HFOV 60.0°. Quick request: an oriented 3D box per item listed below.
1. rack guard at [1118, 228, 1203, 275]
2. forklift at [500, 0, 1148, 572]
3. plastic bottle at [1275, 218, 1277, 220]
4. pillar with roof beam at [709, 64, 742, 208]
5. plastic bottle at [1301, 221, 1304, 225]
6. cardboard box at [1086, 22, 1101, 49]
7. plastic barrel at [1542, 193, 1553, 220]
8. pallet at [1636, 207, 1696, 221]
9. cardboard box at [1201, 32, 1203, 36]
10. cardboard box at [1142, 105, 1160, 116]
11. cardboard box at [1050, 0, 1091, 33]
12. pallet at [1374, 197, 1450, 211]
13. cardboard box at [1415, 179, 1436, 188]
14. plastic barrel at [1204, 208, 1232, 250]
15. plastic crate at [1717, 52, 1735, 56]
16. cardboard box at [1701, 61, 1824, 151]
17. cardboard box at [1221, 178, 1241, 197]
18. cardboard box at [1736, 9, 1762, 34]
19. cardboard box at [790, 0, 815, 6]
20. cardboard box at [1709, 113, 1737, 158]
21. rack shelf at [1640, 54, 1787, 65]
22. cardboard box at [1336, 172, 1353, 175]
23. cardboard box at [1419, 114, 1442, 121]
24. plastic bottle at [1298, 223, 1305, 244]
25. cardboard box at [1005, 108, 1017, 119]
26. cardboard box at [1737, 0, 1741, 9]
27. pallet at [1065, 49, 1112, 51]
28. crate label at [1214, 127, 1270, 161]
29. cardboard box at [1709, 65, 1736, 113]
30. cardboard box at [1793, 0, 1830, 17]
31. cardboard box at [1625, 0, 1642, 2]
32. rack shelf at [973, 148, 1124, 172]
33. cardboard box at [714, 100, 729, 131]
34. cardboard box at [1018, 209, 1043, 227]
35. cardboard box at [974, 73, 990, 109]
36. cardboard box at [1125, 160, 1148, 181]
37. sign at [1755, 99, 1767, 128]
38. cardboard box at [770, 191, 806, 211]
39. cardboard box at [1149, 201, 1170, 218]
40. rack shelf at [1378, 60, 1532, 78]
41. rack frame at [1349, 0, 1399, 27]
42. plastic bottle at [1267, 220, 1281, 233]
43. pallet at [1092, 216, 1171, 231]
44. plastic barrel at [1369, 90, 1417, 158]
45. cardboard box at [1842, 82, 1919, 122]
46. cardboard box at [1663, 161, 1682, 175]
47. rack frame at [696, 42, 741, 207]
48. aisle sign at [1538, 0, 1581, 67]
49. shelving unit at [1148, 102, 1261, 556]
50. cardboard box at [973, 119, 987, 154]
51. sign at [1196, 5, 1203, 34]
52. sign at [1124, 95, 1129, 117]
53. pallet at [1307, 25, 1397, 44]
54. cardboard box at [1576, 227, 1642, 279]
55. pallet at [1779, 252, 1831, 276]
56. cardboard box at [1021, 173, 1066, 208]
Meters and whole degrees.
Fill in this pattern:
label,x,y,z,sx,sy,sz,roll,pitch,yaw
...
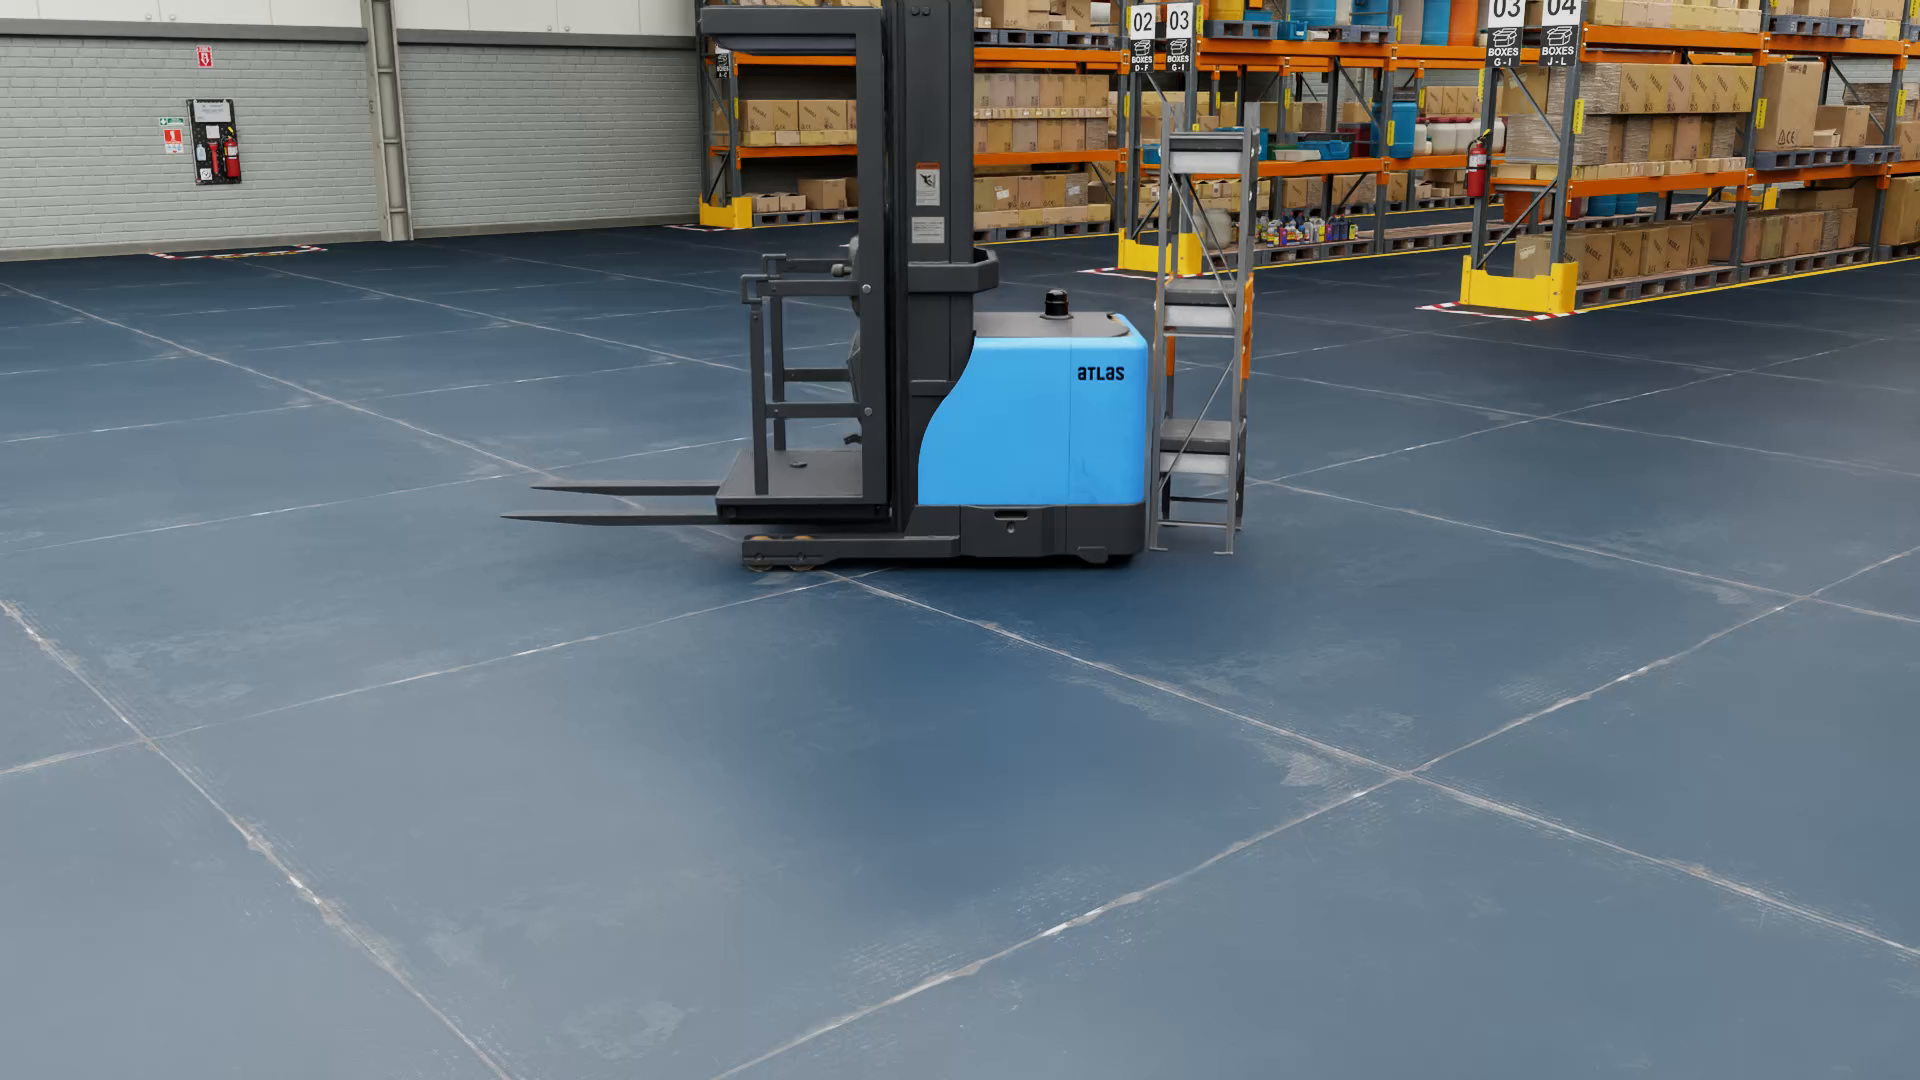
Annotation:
label,x,y,z,sx,sy,sz,roll,pitch,yaw
rack guard,2.509,-3.640,20.908,0.348,0.500,1.175,-13,19,-39
forklift,-0.656,-1.406,7.834,3.031,2.935,1.130,0,15,-1
plastic bottle,4.325,-4.296,22.930,0.133,0.283,0.061,-12,19,-37
pillar with roof beam,-1.234,-9.101,24.886,0.400,9.000,9.100,-13,19,-39
plastic bottle,4.620,-4.145,22.365,0.133,0.283,0.061,-13,19,-39
cardboard box,2.336,-9.911,32.684,0.700,0.500,0.500,14,21,43
plastic barrel,9.243,-5.381,26.589,0.421,0.512,0.421,0,15,0
pallet,12.065,-5.643,28.968,1.213,0.211,1.003,-13,19,-39
cardboard box,3.734,-8.360,27.398,0.500,0.250,0.500,14,20,42
cardboard box,3.713,-8.604,33.840,0.500,0.500,0.500,-12,19,-38
cardboard box,1.698,-8.202,26.053,0.500,0.500,0.500,-11,18,-35
pallet,8.805,-6.592,32.521,1.213,0.211,1.003,-13,19,-39
cardboard box,9.096,-7.016,33.060,0.500,0.311,0.500,-13,19,-39
plastic barrel,3.307,-4.038,21.561,0.421,0.512,0.421,0,15,0
plastic crate,13.157,-8.459,28.806,0.530,0.136,0.437,-13,19,-39
cardboard box,9.443,-5.139,19.700,1.000,1.000,1.000,-12,19,-39
cardboard box,4.648,-6.065,28.571,0.500,0.311,0.500,-13,20,-40
cardboard box,8.579,-5.788,18.583,0.500,0.250,0.500,-12,19,-37
cardboard box,-2.780,-8.927,27.874,0.500,0.500,0.500,-12,19,-38
cardboard box,8.372,-4.667,19.138,0.500,0.500,0.875,-13,19,-39
rack shelf,13.044,-8.299,29.087,4.000,0.370,1.077,-13,19,-39
cardboard box,7.007,-6.987,31.131,0.500,0.250,0.500,-13,19,-39
cardboard box,8.850,-7.905,31.838,0.500,0.500,0.500,-12,19,-38
plastic bottle,4.542,-4.076,22.130,0.097,0.271,0.097,0,15,0
cardboard box,0.642,-6.395,24.929,0.250,0.149,0.380,-13,20,-40
cardboard box,8.435,-5.969,18.491,0.250,0.149,0.380,-12,19,-39
pallet,2.465,-9.587,32.881,1.003,0.211,1.213,-12,19,-37
crate label,3.694,-5.207,21.863,0.616,0.435,0.502,-13,19,-39
cardboard box,8.216,-4.999,18.446,0.500,0.500,0.500,-13,19,-39
cardboard box,9.881,-6.461,19.799,0.637,0.503,0.797,-12,19,-37
cardboard box,6.715,-5.556,16.945,0.250,0.149,0.380,-12,19,-37
rack shelf,0.743,-5.782,25.477,4.000,0.370,1.077,-13,19,-39
cardboard box,-3.805,-7.175,28.097,0.500,0.500,0.500,-13,20,-40
cardboard box,0.917,-4.966,25.544,0.500,0.250,0.500,-13,19,-39
cardboard box,0.028,-6.641,24.593,0.500,0.500,0.700,-13,20,-41
cardboard box,3.320,-7.520,33.942,0.750,0.750,0.750,-13,20,-40
sign,9.114,-4.853,18.928,0.005,0.325,0.100,-13,19,-39
cardboard box,-3.010,-5.864,28.748,0.500,0.311,0.500,-11,18,-35
cardboard box,3.105,-5.449,27.351,0.500,0.250,0.500,-12,19,-38
rack shelf,9.795,-9.264,32.700,4.000,0.370,1.077,-13,19,-39
rack frame,5.500,-8.401,22.265,0.127,3.000,1.000,-13,19,-39
plastic bottle,4.272,-4.215,22.644,0.135,0.276,0.152,-13,19,-39
pallet,2.782,-5.253,27.508,1.213,0.211,1.003,-13,19,-39
plastic barrel,5.991,-5.752,22.999,0.708,0.901,0.600,-13,19,-39
cardboard box,12.331,-5.870,22.276,0.637,0.503,0.797,-12,19,-38
cardboard box,7.641,-4.073,18.171,0.250,0.149,0.380,-13,19,-39
rack frame,-4.021,-6.754,27.723,0.127,3.000,1.000,-13,19,-39
aisle sign,5.884,-5.048,16.300,0.004,0.787,0.394,-13,19,-39
shelving unit,1.172,-1.014,7.978,0.431,2.100,0.503,4,15,13
cardboard box,-0.012,-6.005,24.726,0.500,0.500,0.700,-12,19,-38
sign,2.841,-6.171,19.711,0.005,0.325,0.100,-13,19,-39
sign,2.617,-6.817,26.127,0.005,0.325,0.100,-13,19,-39
pallet,5.020,-6.720,22.148,1.003,0.211,1.213,-13,19,-39
cardboard box,7.129,-3.169,18.333,0.500,0.500,0.500,-10,18,-34
pallet,10.259,-3.532,21.062,1.213,0.211,1.003,-13,19,-39
cardboard box,1.286,-5.416,25.774,0.500,0.500,0.500,-13,19,-39
